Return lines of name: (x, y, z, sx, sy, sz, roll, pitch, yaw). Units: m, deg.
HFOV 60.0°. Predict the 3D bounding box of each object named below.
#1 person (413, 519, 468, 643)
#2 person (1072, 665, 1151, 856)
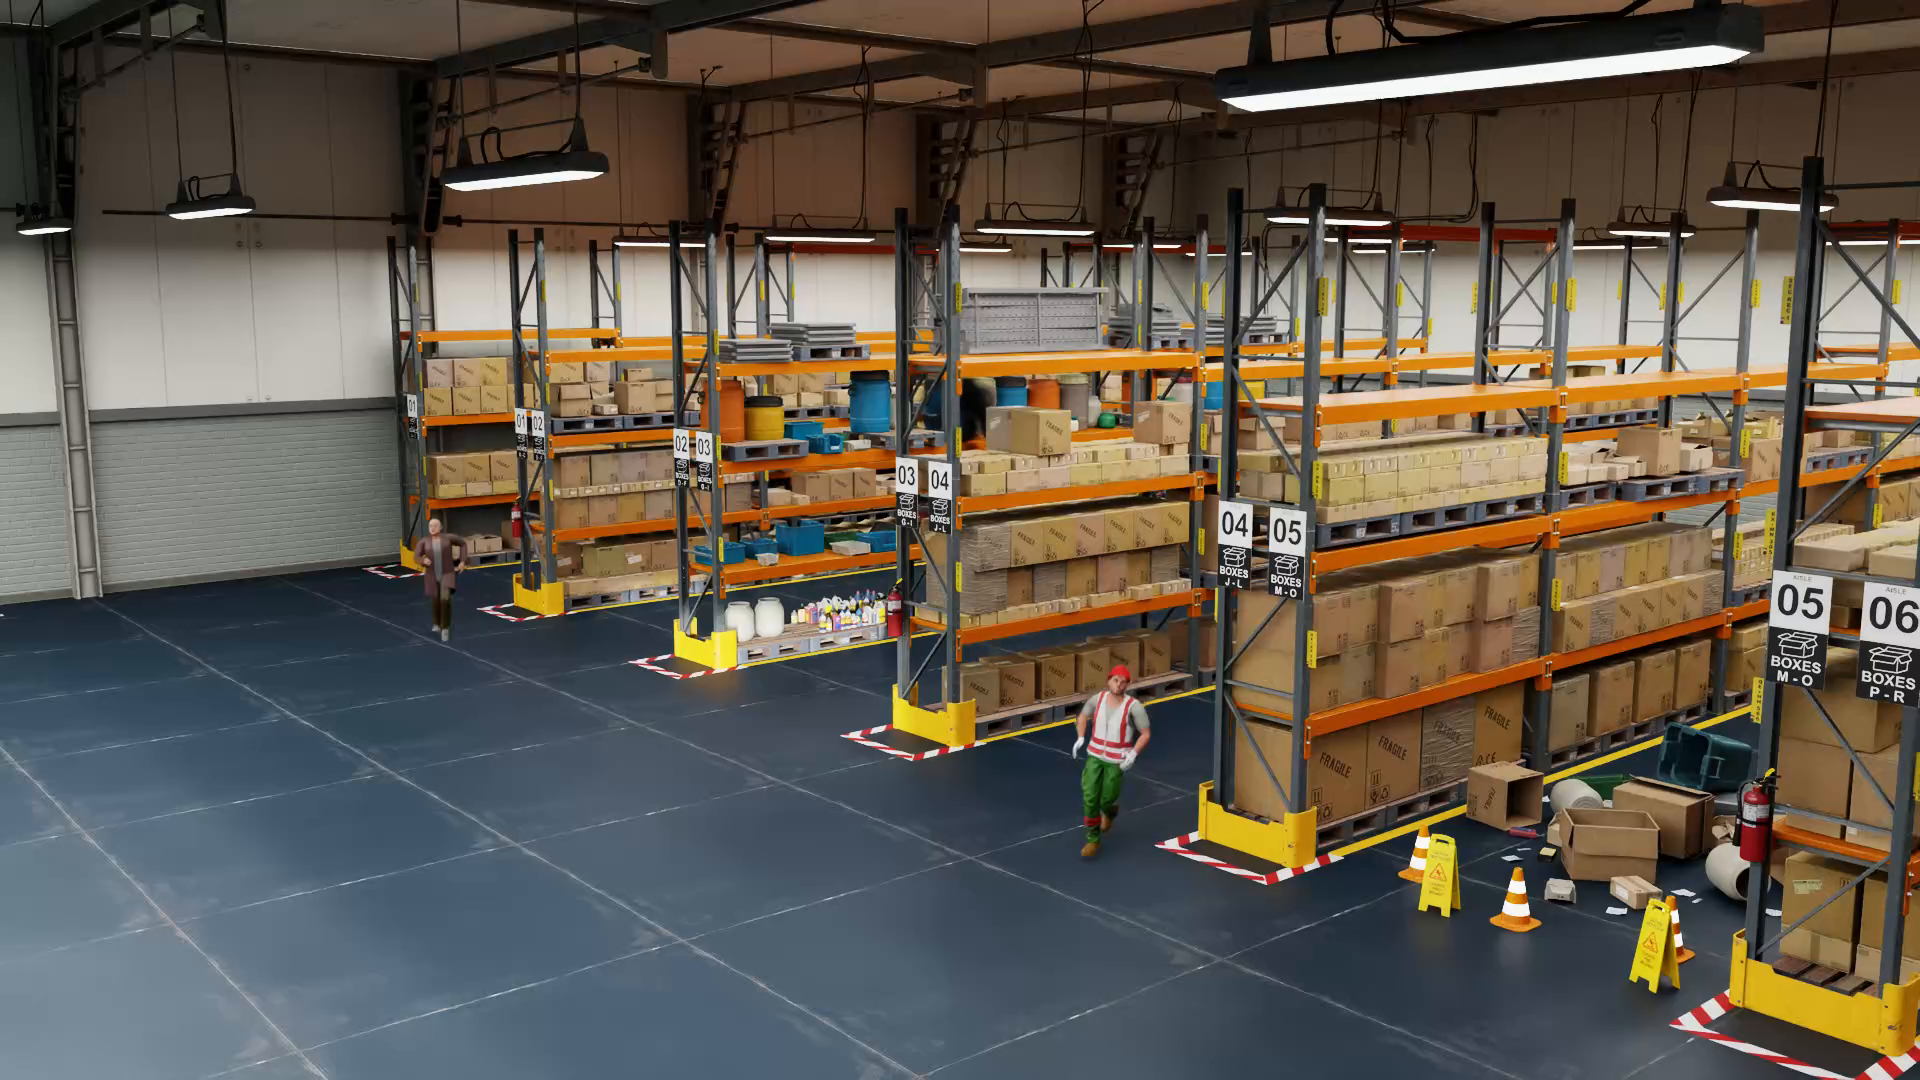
person: (-7.569, 0.574, 24.268, 0.728, 1.807, 0.964, -1, 9, -8)
person: (1.395, 1.991, 15.229, 0.712, 1.746, 0.644, 4, 9, 22)
